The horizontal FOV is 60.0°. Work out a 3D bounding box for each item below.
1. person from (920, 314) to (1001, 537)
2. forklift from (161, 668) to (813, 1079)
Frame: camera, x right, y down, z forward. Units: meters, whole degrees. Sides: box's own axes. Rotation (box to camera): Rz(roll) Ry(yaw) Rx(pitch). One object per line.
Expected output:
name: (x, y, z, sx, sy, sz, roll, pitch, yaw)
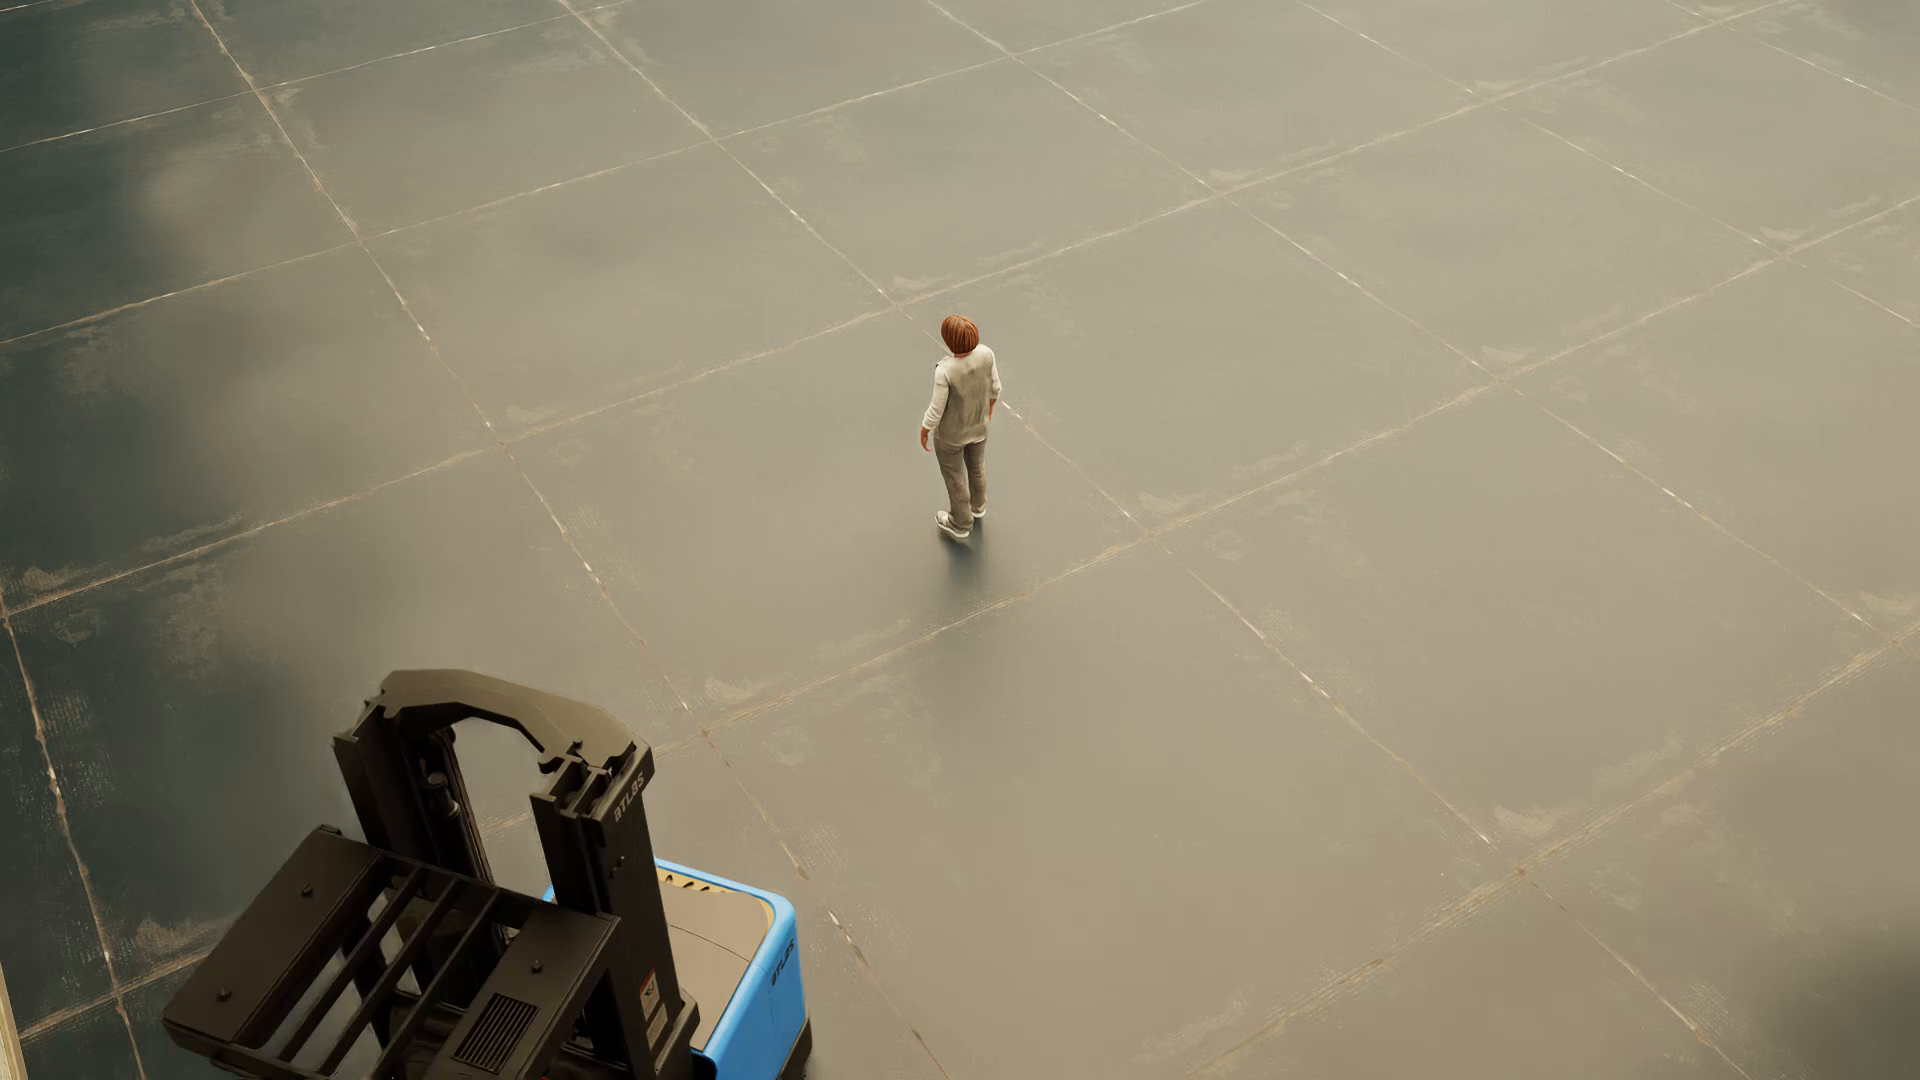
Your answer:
person: (-0.028, -0.684, 9.594, 0.520, 1.599, 0.472, -23, 46, -24)
forklift: (-1.635, 1.980, 5.605, 1.130, 2.935, 3.031, 13, 43, 15)
